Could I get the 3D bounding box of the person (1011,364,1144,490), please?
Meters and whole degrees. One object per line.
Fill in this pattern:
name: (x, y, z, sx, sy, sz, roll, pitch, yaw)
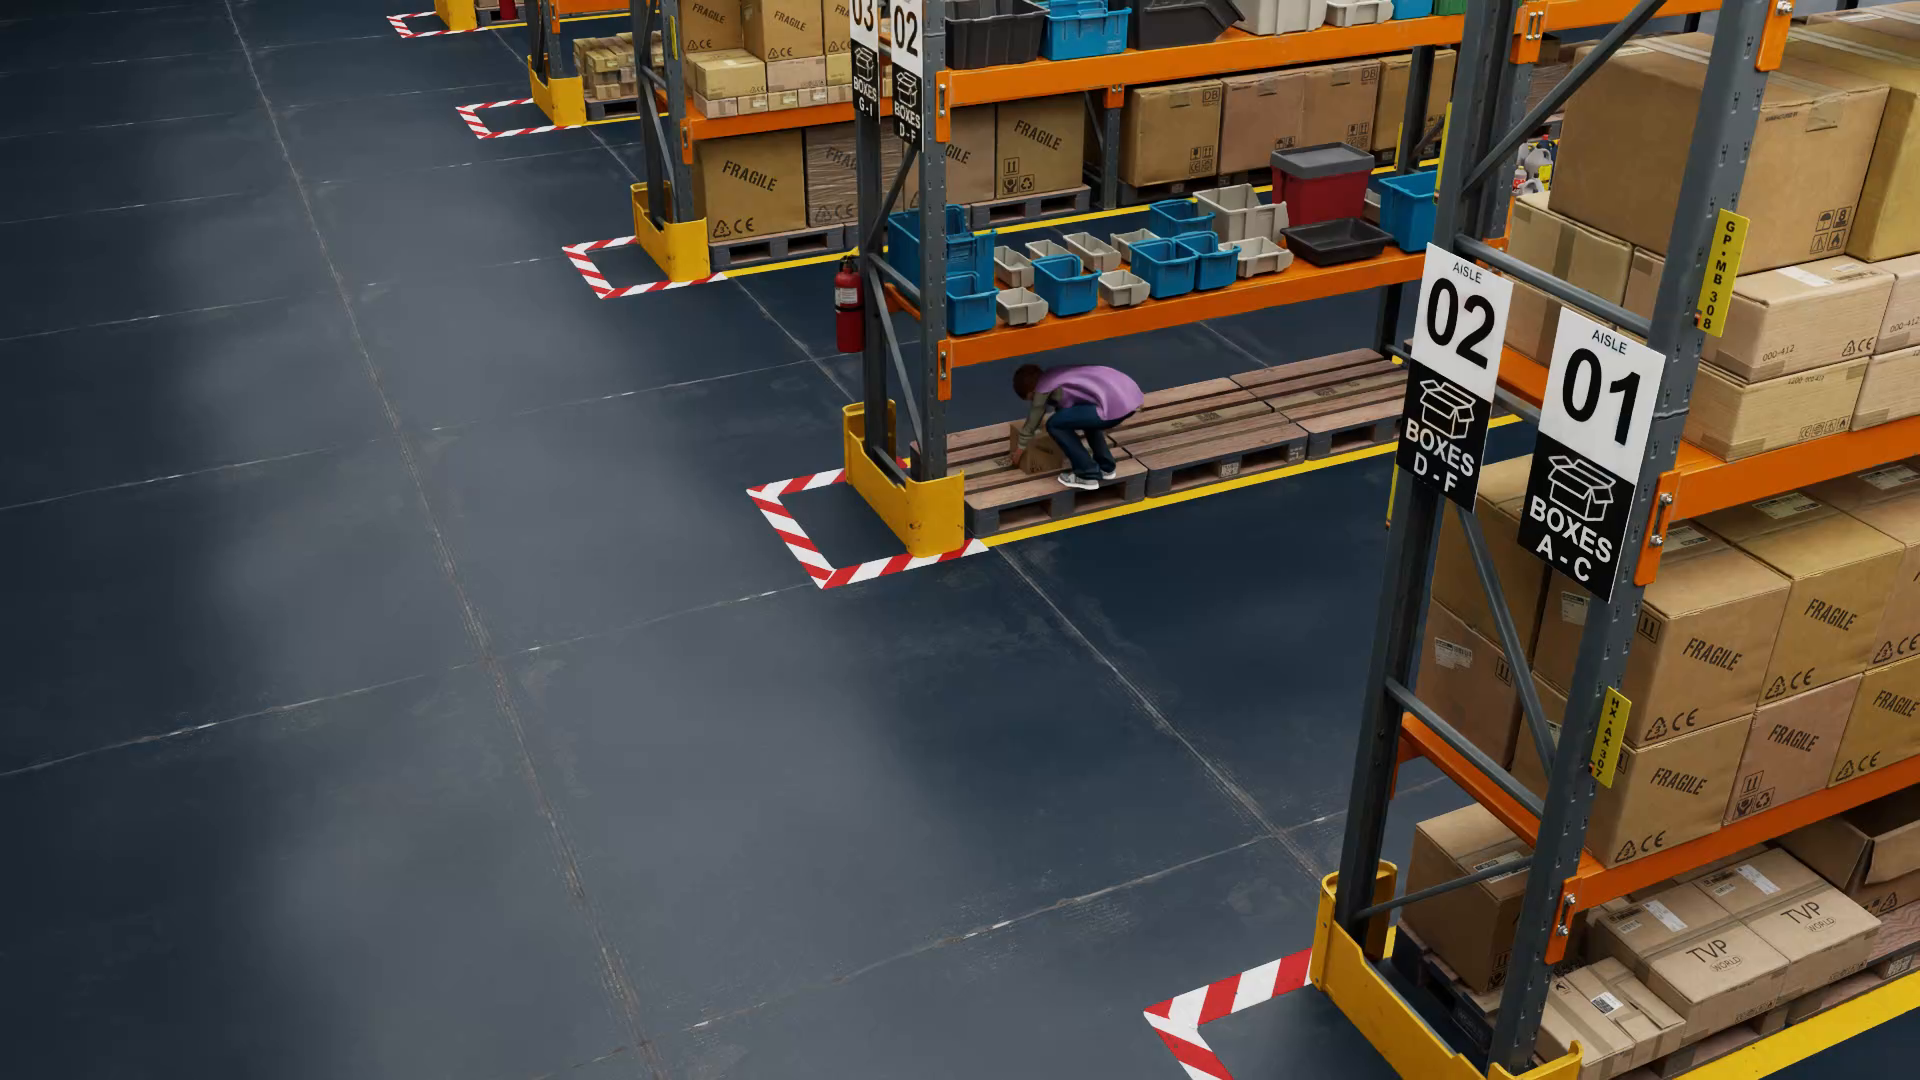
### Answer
person: (0.693, -0.710, 10.154, 0.871, 0.796, 0.420, 20, 35, 30)
